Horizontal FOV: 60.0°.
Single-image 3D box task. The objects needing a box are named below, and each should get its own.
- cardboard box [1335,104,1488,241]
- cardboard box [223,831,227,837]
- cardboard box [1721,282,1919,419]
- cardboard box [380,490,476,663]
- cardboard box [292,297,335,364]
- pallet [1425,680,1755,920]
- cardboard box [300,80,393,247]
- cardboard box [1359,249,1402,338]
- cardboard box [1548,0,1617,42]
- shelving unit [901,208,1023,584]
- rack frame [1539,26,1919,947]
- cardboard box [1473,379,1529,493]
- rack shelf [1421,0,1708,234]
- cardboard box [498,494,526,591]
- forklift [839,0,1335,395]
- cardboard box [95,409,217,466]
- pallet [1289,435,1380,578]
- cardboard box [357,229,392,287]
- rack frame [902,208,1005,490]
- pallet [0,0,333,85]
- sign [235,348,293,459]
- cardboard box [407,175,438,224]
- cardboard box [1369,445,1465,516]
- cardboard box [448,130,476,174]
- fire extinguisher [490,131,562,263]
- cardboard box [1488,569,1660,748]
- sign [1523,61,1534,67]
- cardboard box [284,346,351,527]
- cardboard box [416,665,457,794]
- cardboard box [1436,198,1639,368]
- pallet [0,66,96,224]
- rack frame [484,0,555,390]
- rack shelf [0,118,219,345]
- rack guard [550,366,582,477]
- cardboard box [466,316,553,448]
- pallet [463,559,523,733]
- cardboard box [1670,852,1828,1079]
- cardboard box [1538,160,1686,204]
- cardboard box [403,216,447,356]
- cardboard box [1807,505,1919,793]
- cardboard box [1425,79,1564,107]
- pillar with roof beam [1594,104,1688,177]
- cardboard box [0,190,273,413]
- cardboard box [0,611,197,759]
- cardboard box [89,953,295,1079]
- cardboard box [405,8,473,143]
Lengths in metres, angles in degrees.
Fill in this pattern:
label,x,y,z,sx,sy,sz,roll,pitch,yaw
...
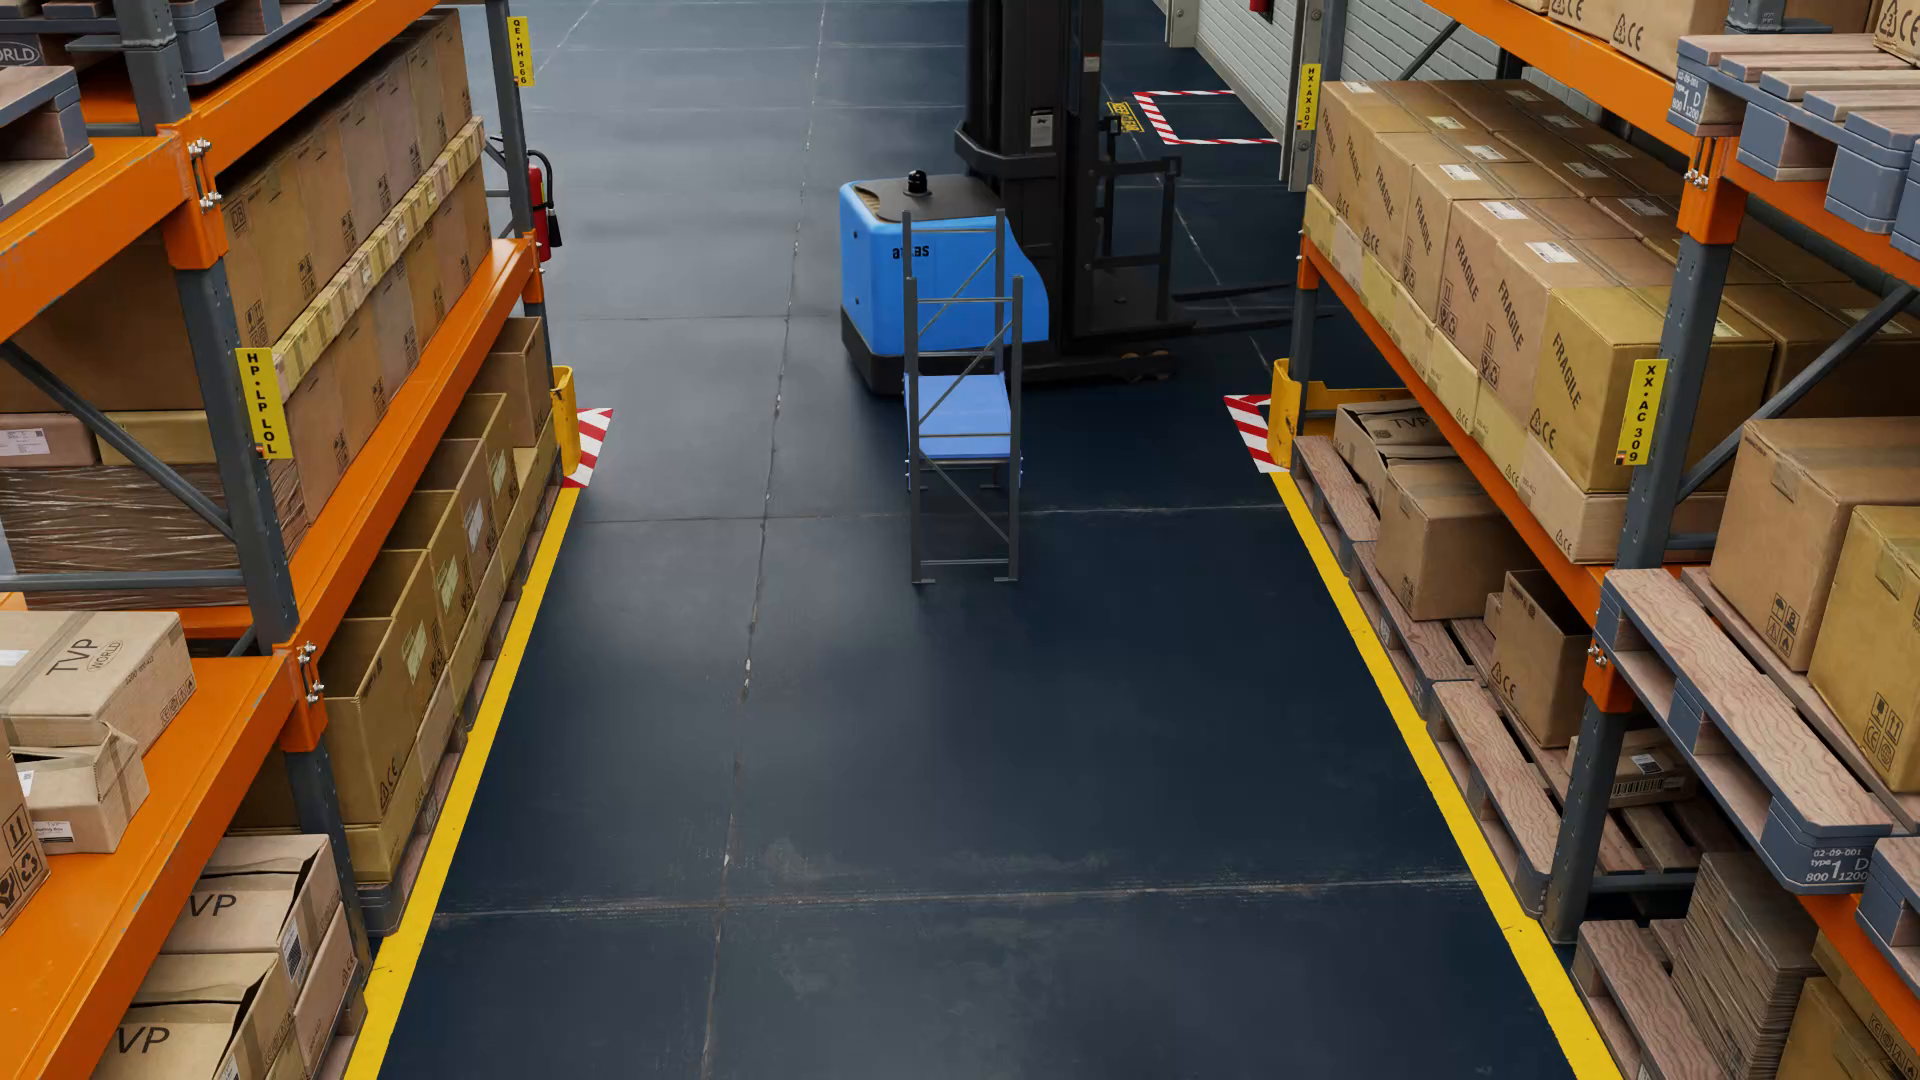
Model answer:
label,x,y,z,sx,sy,sz,roll,pitch,yaw
cardboard box,2.030,-1.663,7.525,0.500,0.500,0.500,-1,28,-2
cardboard box,-2.691,0.948,5.707,0.500,0.250,0.500,-1,28,-3
cardboard box,2.682,-0.494,5.283,0.500,0.500,0.500,-2,28,-4
cardboard box,-2.213,0.141,6.444,0.500,0.500,0.500,-1,28,-3
cardboard box,-2.313,-0.693,5.525,0.380,0.149,0.250,-2,28,-3
pallet,2.427,0.930,6.239,1.003,0.211,1.213,-1,28,-3
cardboard box,-2.557,-1.395,6.171,0.700,0.500,0.500,-1,28,-3
cardboard box,2.059,-1.079,7.215,0.500,0.250,0.500,-2,28,-3
cardboard box,2.211,-1.841,5.164,0.500,0.500,0.500,-4,28,-7
shelving unit,-0.004,-0.704,7.979,0.538,1.500,1.048,-1,28,-3
rack frame,2.498,0.003,5.001,1.000,3.000,0.127,-1,28,-3
cardboard box,2.153,-0.381,5.878,0.500,0.250,0.500,-1,28,-2
rack shelf,2.393,-1.932,6.244,1.077,0.370,4.000,-1,28,-3
cardboard box,-2.269,0.012,7.503,0.500,0.250,0.500,-1,28,-3
forklift,0.826,-2.492,9.858,3.031,2.935,1.130,-7,28,-14
cardboard box,-2.270,-0.337,4.842,0.380,0.149,0.250,-1,28,-3
pallet,2.300,-0.197,8.399,1.003,0.211,1.213,-1,28,-3
cardboard box,-2.354,-1.052,6.213,0.380,0.149,0.250,-2,28,-3
rack frame,-0.031,-0.939,8.429,0.500,1.500,0.032,-1,28,-3
pallet,-2.519,-1.560,4.849,1.003,0.211,1.213,-1,28,-3
sign,-1.908,-0.372,4.553,0.100,0.325,0.005,-1,28,-3
cardboard box,-2.394,-1.407,6.894,0.380,0.149,0.250,-1,28,-1
cardboard box,2.265,-0.262,7.941,0.500,0.311,0.500,1,28,2
cardboard box,-2.433,-1.762,7.576,0.380,0.149,0.250,-1,28,-1
fire extinguisher,-2.200,-1.755,8.454,0.296,0.674,0.183,-1,28,-3
cardboard box,2.404,0.438,6.394,0.500,0.500,0.500,-3,28,-7
sign,2.844,-2.502,8.210,0.100,0.325,0.005,-1,28,-3
cardboard box,-2.512,-0.368,5.604,0.700,0.500,0.500,-2,28,-3
cardboard box,-2.191,0.705,6.175,0.500,0.250,0.500,-1,28,-3
cardboard box,2.117,-0.946,6.150,0.500,0.500,0.500,-2,28,-4
pallet,-2.390,-0.714,3.338,0.805,0.209,1.217,-2,28,-5
rack frame,-2.658,-1.723,8.310,1.000,3.000,0.127,-1,28,-3
rack shelf,-2.345,0.037,2.470,1.077,0.370,4.000,-1,28,-3
rack guard,-2.659,-0.626,8.909,1.175,0.500,0.348,-1,28,-3
cardboard box,-2.333,-0.782,8.214,0.500,0.500,0.500,-1,28,-3
pallet,-2.515,0.427,7.202,1.003,0.211,1.213,-1,28,-3
cardboard box,2.553,1.256,4.826,0.700,0.500,0.500,0,28,-1
cardboard box,2.600,-1.203,6.642,0.500,0.500,0.500,-1,28,-2
cardboard box,-2.594,-1.080,6.968,0.700,0.500,0.500,-1,28,-2
cardboard box,2.512,0.258,3.929,0.700,0.500,0.500,1,28,3
cardboard box,2.526,-1.907,7.992,0.500,0.500,0.500,-2,28,-3
pillar with roof beam,-1.110,-4.098,6.376,9.100,9.000,0.400,-1,28,-3
cardboard box,-2.478,-0.700,4.838,0.700,0.500,0.500,-1,28,-2
cardboard box,-2.380,0.417,4.369,0.500,0.250,0.500,0,28,1
cardboard box,-2.108,1.329,4.372,0.500,0.311,0.500,-1,28,-1
cardboard box,-2.643,-2.102,7.526,0.700,0.500,0.500,-1,28,-2
